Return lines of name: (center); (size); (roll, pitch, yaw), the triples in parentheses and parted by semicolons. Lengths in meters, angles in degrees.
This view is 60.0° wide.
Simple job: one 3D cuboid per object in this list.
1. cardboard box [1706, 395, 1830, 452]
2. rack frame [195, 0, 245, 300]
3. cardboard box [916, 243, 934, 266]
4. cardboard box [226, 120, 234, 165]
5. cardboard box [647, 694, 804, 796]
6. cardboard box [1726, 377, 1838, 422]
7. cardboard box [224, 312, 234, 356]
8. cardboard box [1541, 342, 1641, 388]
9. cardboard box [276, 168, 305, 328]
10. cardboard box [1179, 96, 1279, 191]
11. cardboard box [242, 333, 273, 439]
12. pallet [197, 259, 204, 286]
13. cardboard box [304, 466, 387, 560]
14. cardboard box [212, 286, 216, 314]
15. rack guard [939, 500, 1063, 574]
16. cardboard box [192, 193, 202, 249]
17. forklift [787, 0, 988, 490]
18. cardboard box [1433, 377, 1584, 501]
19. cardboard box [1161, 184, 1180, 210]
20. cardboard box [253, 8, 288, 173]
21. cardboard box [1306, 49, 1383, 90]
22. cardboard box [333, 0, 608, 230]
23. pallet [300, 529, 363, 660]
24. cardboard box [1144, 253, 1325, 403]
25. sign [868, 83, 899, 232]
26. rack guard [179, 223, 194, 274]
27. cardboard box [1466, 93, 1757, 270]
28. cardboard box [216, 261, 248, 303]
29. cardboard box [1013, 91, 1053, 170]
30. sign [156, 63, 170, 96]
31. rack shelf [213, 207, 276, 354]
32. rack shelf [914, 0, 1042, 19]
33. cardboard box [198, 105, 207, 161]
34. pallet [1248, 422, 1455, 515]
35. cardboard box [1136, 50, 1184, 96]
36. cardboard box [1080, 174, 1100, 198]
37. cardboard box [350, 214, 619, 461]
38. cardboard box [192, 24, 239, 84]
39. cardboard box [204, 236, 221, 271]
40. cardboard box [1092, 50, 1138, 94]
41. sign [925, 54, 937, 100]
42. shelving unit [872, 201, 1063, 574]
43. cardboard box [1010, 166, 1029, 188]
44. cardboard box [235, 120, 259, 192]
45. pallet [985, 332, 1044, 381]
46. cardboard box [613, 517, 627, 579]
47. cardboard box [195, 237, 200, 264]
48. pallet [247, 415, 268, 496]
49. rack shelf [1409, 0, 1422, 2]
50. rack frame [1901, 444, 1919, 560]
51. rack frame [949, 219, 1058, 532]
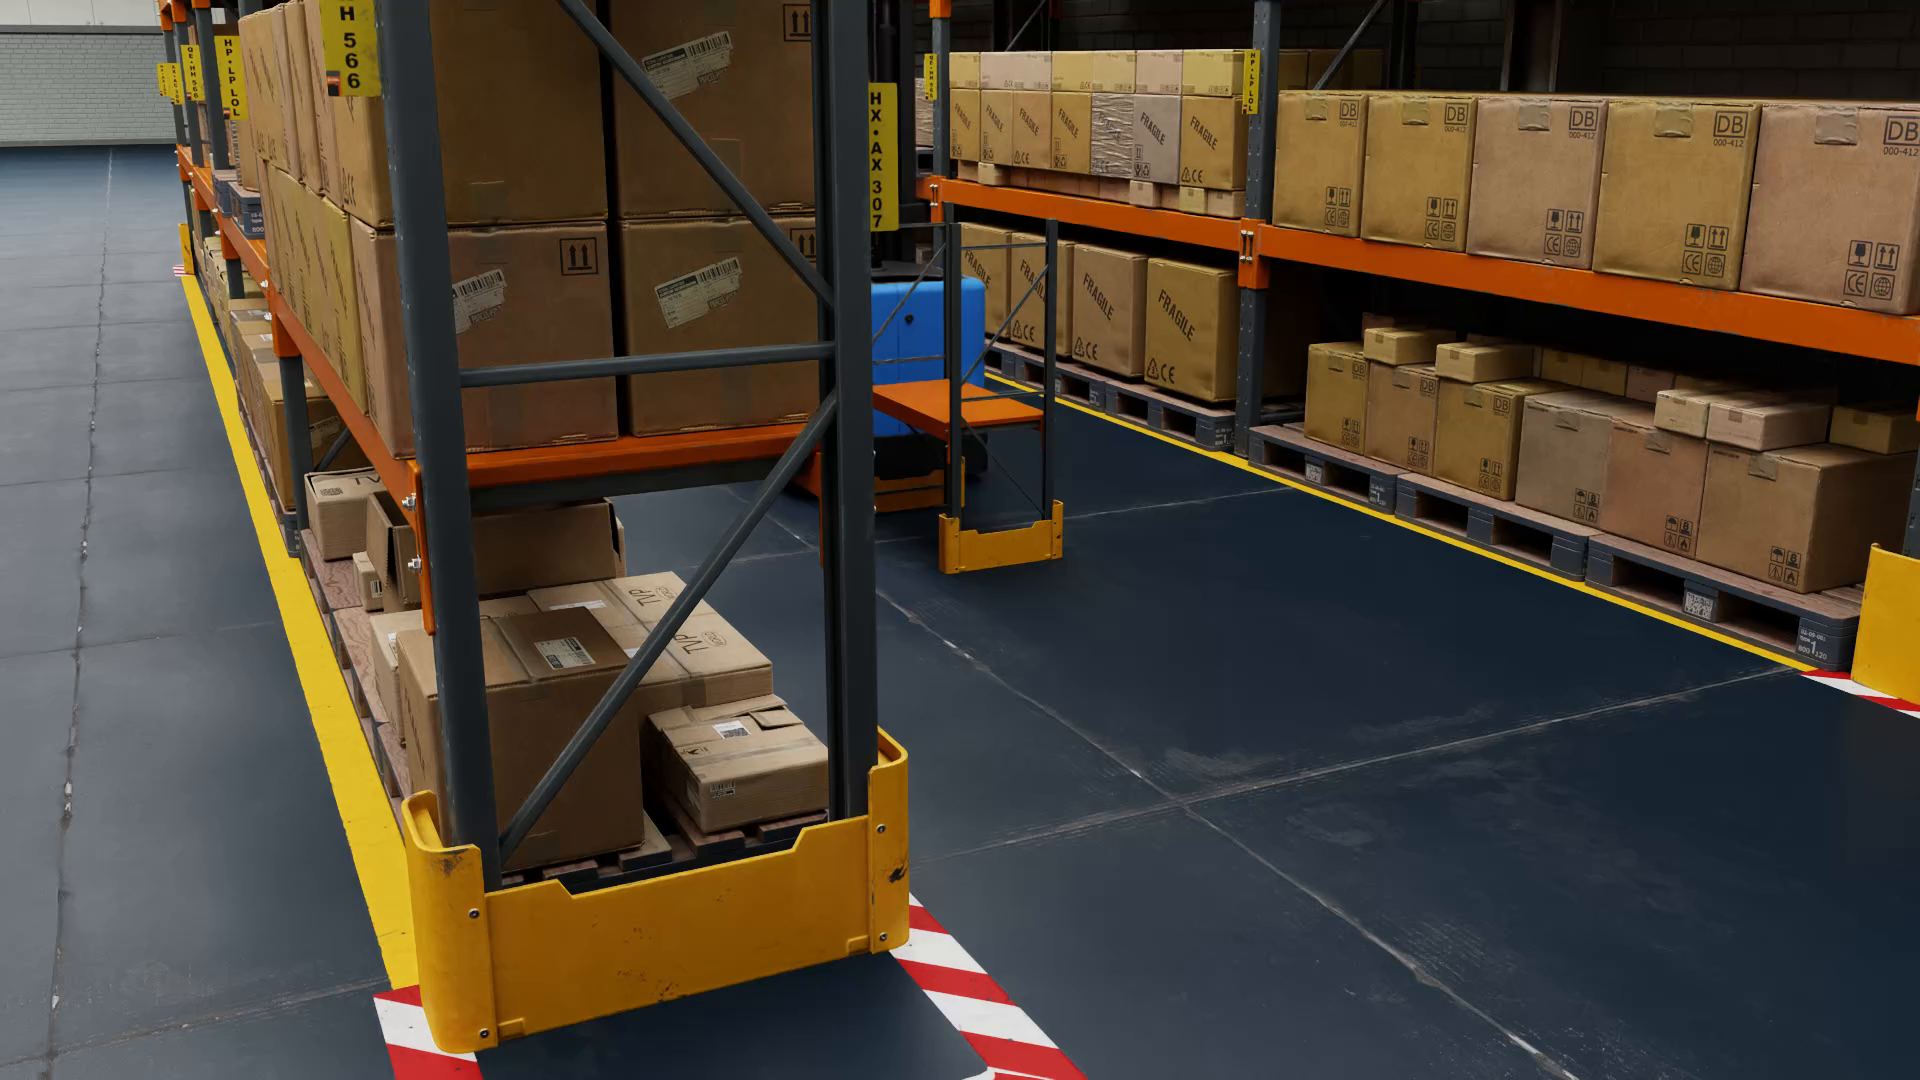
cardboard box: (3.161, -0.459, 6.508); (0.380, 0.149, 0.250); (-8, 18, -26)
rack frame: (-4.179, -2.360, 10.537); (1.000, 3.000, 0.127); (-8, 18, -25)
cardboard box: (-0.090, -2.142, 13.510); (0.700, 0.500, 0.500); (-7, 18, -24)
cardboard box: (-5.379, -3.077, 12.854); (0.500, 0.500, 0.500); (-6, 17, -21)
cardboard box: (-0.658, 0.567, 4.677); (0.380, 0.166, 0.250); (-8, 18, -25)
cardboard box: (3.393, -0.568, 6.887); (0.380, 0.149, 0.250); (-8, 18, -25)
cardboard box: (-4.857, -1.469, 11.654); (0.500, 0.250, 0.500); (-8, 18, -26)
cardboard box: (2.948, -0.820, 7.764); (0.380, 0.149, 0.250); (-8, 18, -26)
cardboard box: (-2.004, -1.006, 5.637); (0.500, 0.500, 0.500); (-8, 18, -25)
cardboard box: (1.596, -2.252, 9.405); (0.500, 0.500, 0.500); (-8, 18, -26)
cardboard box: (-3.553, -0.840, 8.973); (0.500, 0.500, 0.500); (-8, 18, -27)
pallet: (-7.311, -2.819, 17.191); (1.003, 0.211, 1.213); (-8, 18, -25)
cardboard box: (-2.437, -0.157, 6.937); (0.500, 0.311, 0.500); (-8, 18, -25)
cardboard box: (-5.754, -1.975, 13.419); (0.500, 0.250, 0.500); (-7, 18, -24)
rack guard: (0.185, -0.016, 7.352); (0.587, 0.250, 0.087); (-8, 18, -25)
cardboard box: (-6.994, -3.052, 15.813); (0.500, 0.500, 0.500); (-8, 18, -25)
forklift: (-0.896, -2.027, 9.502); (1.130, 2.935, 3.031); (-7, 17, -22)
cardboard box: (2.700, -0.518, 7.887); (0.700, 0.500, 0.500); (-7, 18, -24)
cardboard box: (1.418, -2.036, 9.825); (0.380, 0.149, 0.250); (-7, 17, -23)
cardboard box: (-2.022, -1.491, 5.513); (0.500, 0.500, 0.500); (-8, 18, -27)
cardboard box: (2.058, -2.674, 9.516); (0.500, 0.250, 0.500); (-7, 17, -23)
cardboard box: (-1.116, -0.982, 3.741); (0.500, 0.500, 0.500); (-8, 18, -25)
pallet: (-2.126, 0.143, 6.872); (1.003, 0.211, 1.213); (-8, 18, -25)
cardboard box: (1.623, -1.282, 9.915); (0.750, 0.750, 0.750); (-7, 18, -24)
sign: (-0.186, -0.858, 3.734); (0.100, 0.325, 0.005); (-8, 18, -25)
rack guard: (-7.694, -3.148, 17.815); (1.175, 0.500, 0.348); (-8, 18, -25)
cardboard box: (2.890, -1.615, 7.395); (0.980, 0.700, 0.700); (-9, 18, -28)
cardboard box: (-5.082, -1.864, 12.013); (0.500, 0.311, 0.500); (-8, 18, -25)
cardboard box: (0.693, -2.755, 11.155); (0.500, 0.500, 0.500); (-8, 18, -25)
sign: (-8.185, -4.732, 17.090); (0.100, 0.325, 0.005); (-8, 18, -25)
rack shelf: (-3.303, -1.518, 8.908); (1.077, 0.370, 4.000); (-8, 18, -25)
rack shelf: (-0.604, -4.552, 14.040); (1.077, 0.370, 4.000); (-8, 18, -25)
cardboard box: (-6.368, -3.639, 14.813); (0.700, 0.500, 0.500); (-8, 18, -25)
pallet: (2.288, -0.429, 8.864); (1.003, 0.211, 1.213); (-8, 18, -25)
cardboard box: (1.375, -2.742, 9.751); (0.500, 0.250, 0.500); (-7, 18, -24)
cardboard box: (0.999, -2.294, 10.725); (0.380, 0.149, 0.250); (-7, 17, -23)
cardboard box: (-1.115, -0.503, 3.883); (0.500, 0.500, 0.500); (-7, 17, -23)
cardboard box: (-6.131, -4.133, 14.181); (0.700, 0.500, 0.500); (-8, 18, -25)
cardboard box: (-5.974, -2.369, 13.775); (0.500, 0.311, 0.500); (-8, 18, -25)
cardboard box: (1.152, -2.868, 10.191); (0.500, 0.250, 0.500); (-7, 18, -24)
sign: (-0.211, -3.410, 12.241); (0.100, 0.325, 0.005); (-8, 18, -25)
shelving unit: (-0.033, -0.740, 7.610); (0.587, 1.500, 1.083); (-8, 18, -25)
cardboard box: (0.573, -2.552, 11.624); (0.380, 0.149, 0.250); (-8, 18, -25)
cardboard box: (-3.256, -2.049, 8.510); (0.700, 0.500, 0.500); (-13, 21, -39)
pallet: (0.550, -1.415, 12.298); (1.003, 0.211, 1.213); (-8, 18, -25)
cardboard box: (-1.593, 0.006, 6.370); (0.500, 0.311, 0.500); (-8, 18, -25)
cardboard box: (-7.426, -2.941, 16.783); (0.500, 0.250, 0.500); (-8, 18, -25)
pallet: (-3.355, -0.528, 9.208); (1.003, 0.211, 1.213); (-8, 18, -25)
rack shelf: (2.901, -2.568, 7.127); (1.077, 0.370, 4.000); (-8, 18, -25)
rack frame: (3.777, -0.976, 5.714); (1.000, 3.000, 0.127); (-8, 18, -25)
rack frame: (0.185, -0.616, 7.178); (0.500, 1.500, 0.032); (-8, 18, -25)
